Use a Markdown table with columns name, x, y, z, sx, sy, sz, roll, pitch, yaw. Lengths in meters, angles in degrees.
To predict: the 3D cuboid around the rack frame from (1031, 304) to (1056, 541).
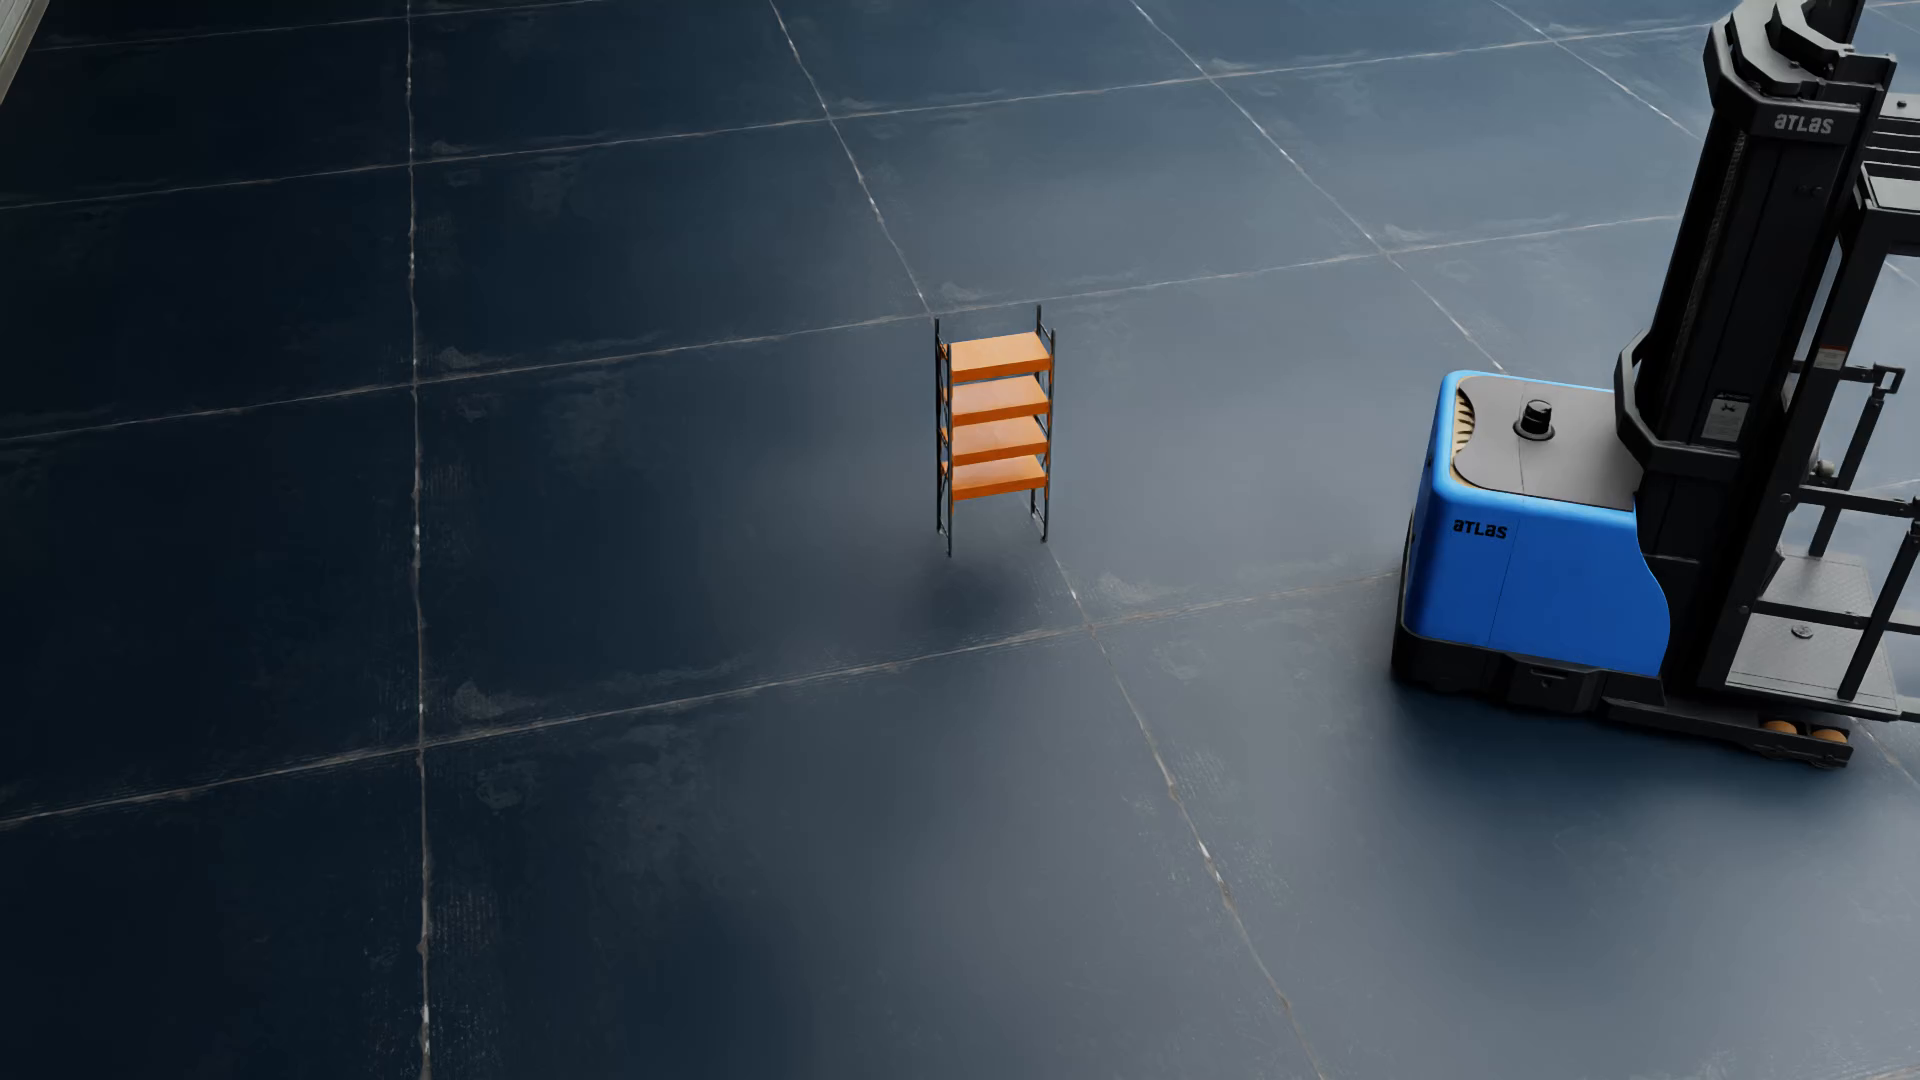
| name | x | y | z | sx | sy | sz | roll | pitch | yaw |
| --- | --- | --- | --- | --- | --- | --- | --- | --- | --- |
| rack frame | 0.395 | -0.541 | 7.950 | 0.015 | 1.200 | 0.240 | -9 | 38 | -12 |

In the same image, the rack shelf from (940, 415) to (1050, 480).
| name | x | y | z | sx | sy | sz | roll | pitch | yaw |
| --- | --- | --- | --- | --- | --- | --- | --- | --- | --- |
| rack shelf | 0.160 | -0.449 | 7.940 | 0.480 | 0.148 | 0.258 | -9 | 38 | -12 |

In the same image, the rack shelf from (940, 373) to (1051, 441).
| name | x | y | z | sx | sy | sz | roll | pitch | yaw |
| --- | --- | --- | --- | --- | --- | --- | --- | --- | --- |
| rack shelf | 0.160 | -0.627 | 7.804 | 0.480 | 0.148 | 0.258 | -9 | 38 | -12 |

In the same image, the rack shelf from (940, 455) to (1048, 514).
| name | x | y | z | sx | sy | sz | roll | pitch | yaw |
| --- | --- | --- | --- | --- | --- | --- | --- | --- | --- |
| rack shelf | 0.160 | -0.292 | 8.061 | 0.480 | 0.148 | 0.258 | -9 | 38 | -12 |

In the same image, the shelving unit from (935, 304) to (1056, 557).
| name | x | y | z | sx | sy | sz | roll | pitch | yaw |
| --- | --- | --- | --- | --- | --- | --- | --- | --- | --- |
| shelving unit | 0.160 | -0.503 | 7.899 | 0.503 | 1.200 | 0.258 | -9 | 38 | -12 |

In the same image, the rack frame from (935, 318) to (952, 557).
| name | x | y | z | sx | sy | sz | roll | pitch | yaw |
| --- | --- | --- | --- | --- | --- | --- | --- | --- | --- |
| rack frame | -0.076 | -0.464 | 7.849 | 0.015 | 1.200 | 0.240 | -9 | 38 | -12 |

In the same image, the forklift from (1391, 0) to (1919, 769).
| name | x | y | z | sx | sy | sz | roll | pitch | yaw |
| --- | --- | --- | --- | --- | --- | --- | --- | --- | --- |
| forklift | 3.495 | -0.567 | 6.558 | 3.031 | 2.935 | 1.130 | 10 | 38 | 12 |

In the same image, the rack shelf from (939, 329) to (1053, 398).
| name | x | y | z | sx | sy | sz | roll | pitch | yaw |
| --- | --- | --- | --- | --- | --- | --- | --- | --- | --- |
| rack shelf | 0.160 | -0.815 | 7.660 | 0.480 | 0.148 | 0.258 | -9 | 38 | -12 |
